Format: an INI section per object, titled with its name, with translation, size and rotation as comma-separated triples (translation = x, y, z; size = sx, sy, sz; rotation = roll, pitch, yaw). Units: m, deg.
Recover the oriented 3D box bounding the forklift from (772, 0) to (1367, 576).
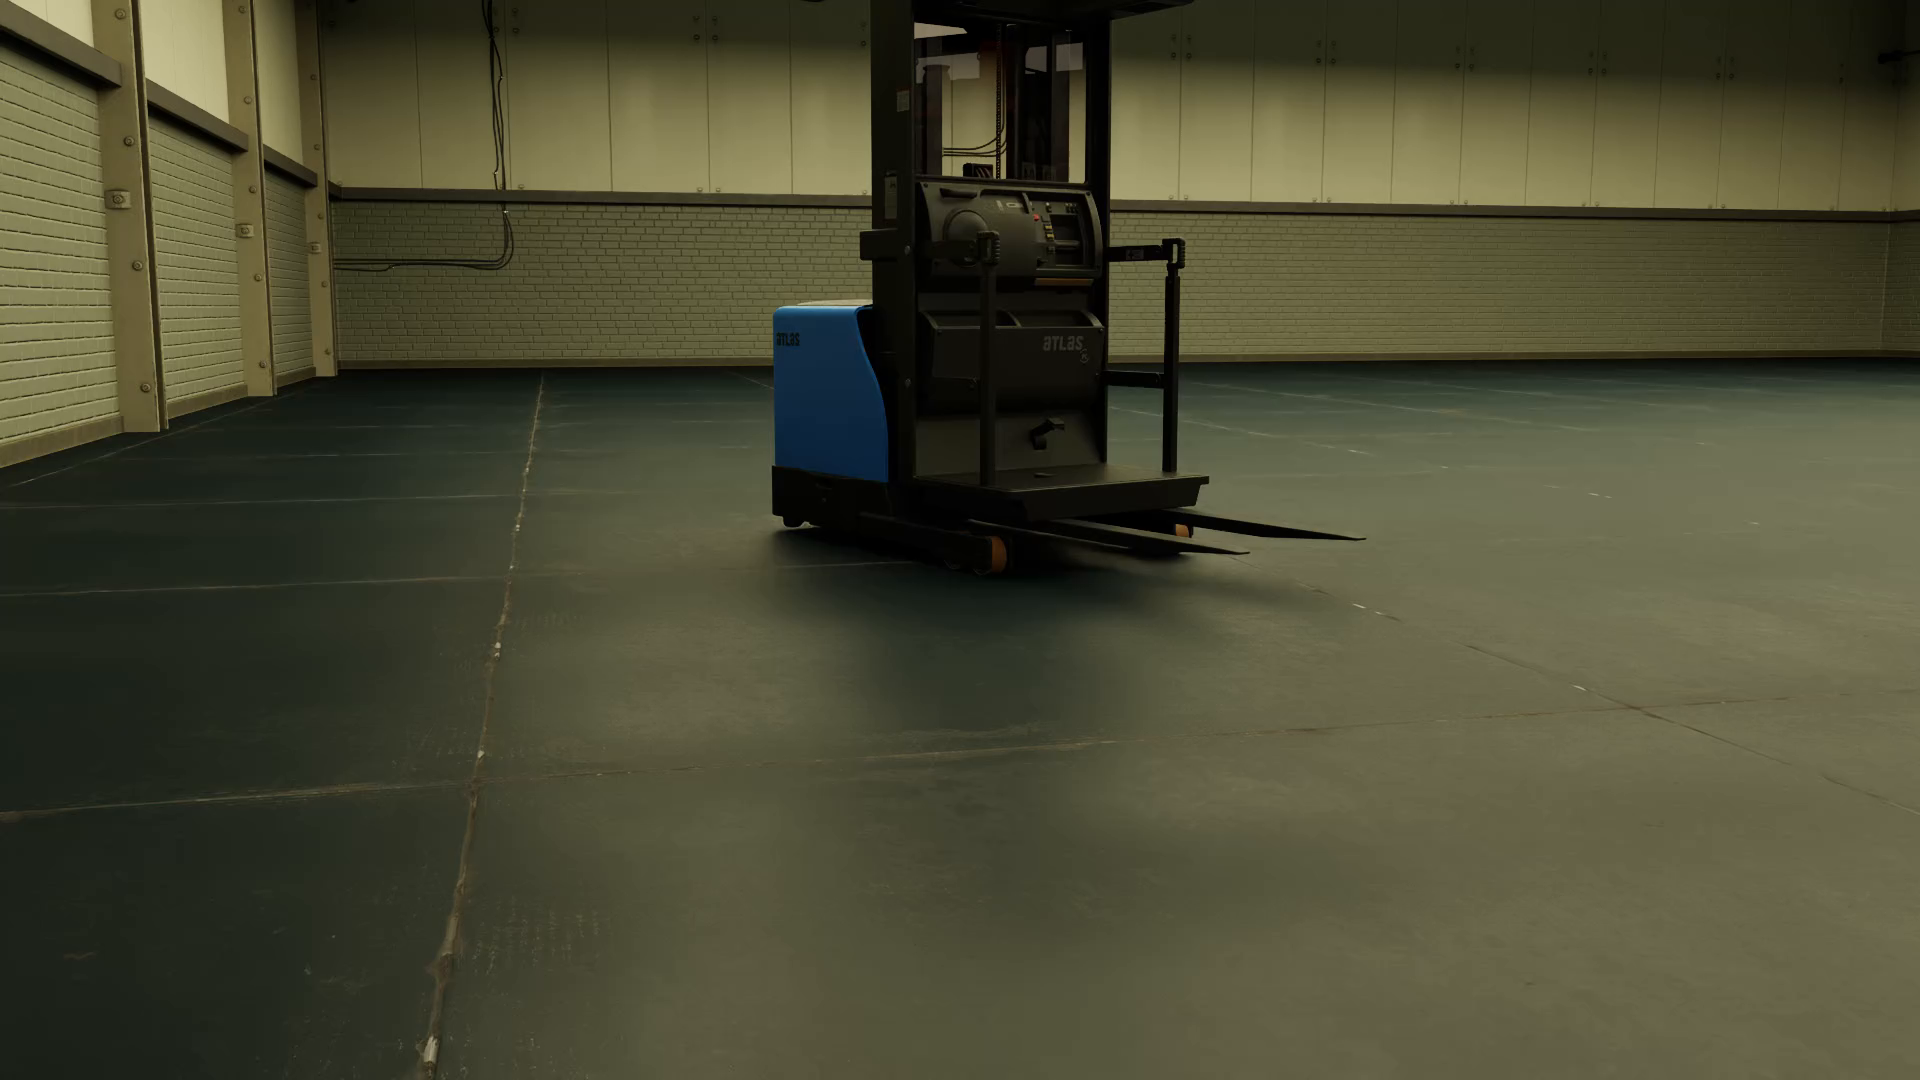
[forklift]
translation = 0.355, -1.383, 7.015
size = 1.130, 2.935, 3.031
rotation = -6, 10, -35
